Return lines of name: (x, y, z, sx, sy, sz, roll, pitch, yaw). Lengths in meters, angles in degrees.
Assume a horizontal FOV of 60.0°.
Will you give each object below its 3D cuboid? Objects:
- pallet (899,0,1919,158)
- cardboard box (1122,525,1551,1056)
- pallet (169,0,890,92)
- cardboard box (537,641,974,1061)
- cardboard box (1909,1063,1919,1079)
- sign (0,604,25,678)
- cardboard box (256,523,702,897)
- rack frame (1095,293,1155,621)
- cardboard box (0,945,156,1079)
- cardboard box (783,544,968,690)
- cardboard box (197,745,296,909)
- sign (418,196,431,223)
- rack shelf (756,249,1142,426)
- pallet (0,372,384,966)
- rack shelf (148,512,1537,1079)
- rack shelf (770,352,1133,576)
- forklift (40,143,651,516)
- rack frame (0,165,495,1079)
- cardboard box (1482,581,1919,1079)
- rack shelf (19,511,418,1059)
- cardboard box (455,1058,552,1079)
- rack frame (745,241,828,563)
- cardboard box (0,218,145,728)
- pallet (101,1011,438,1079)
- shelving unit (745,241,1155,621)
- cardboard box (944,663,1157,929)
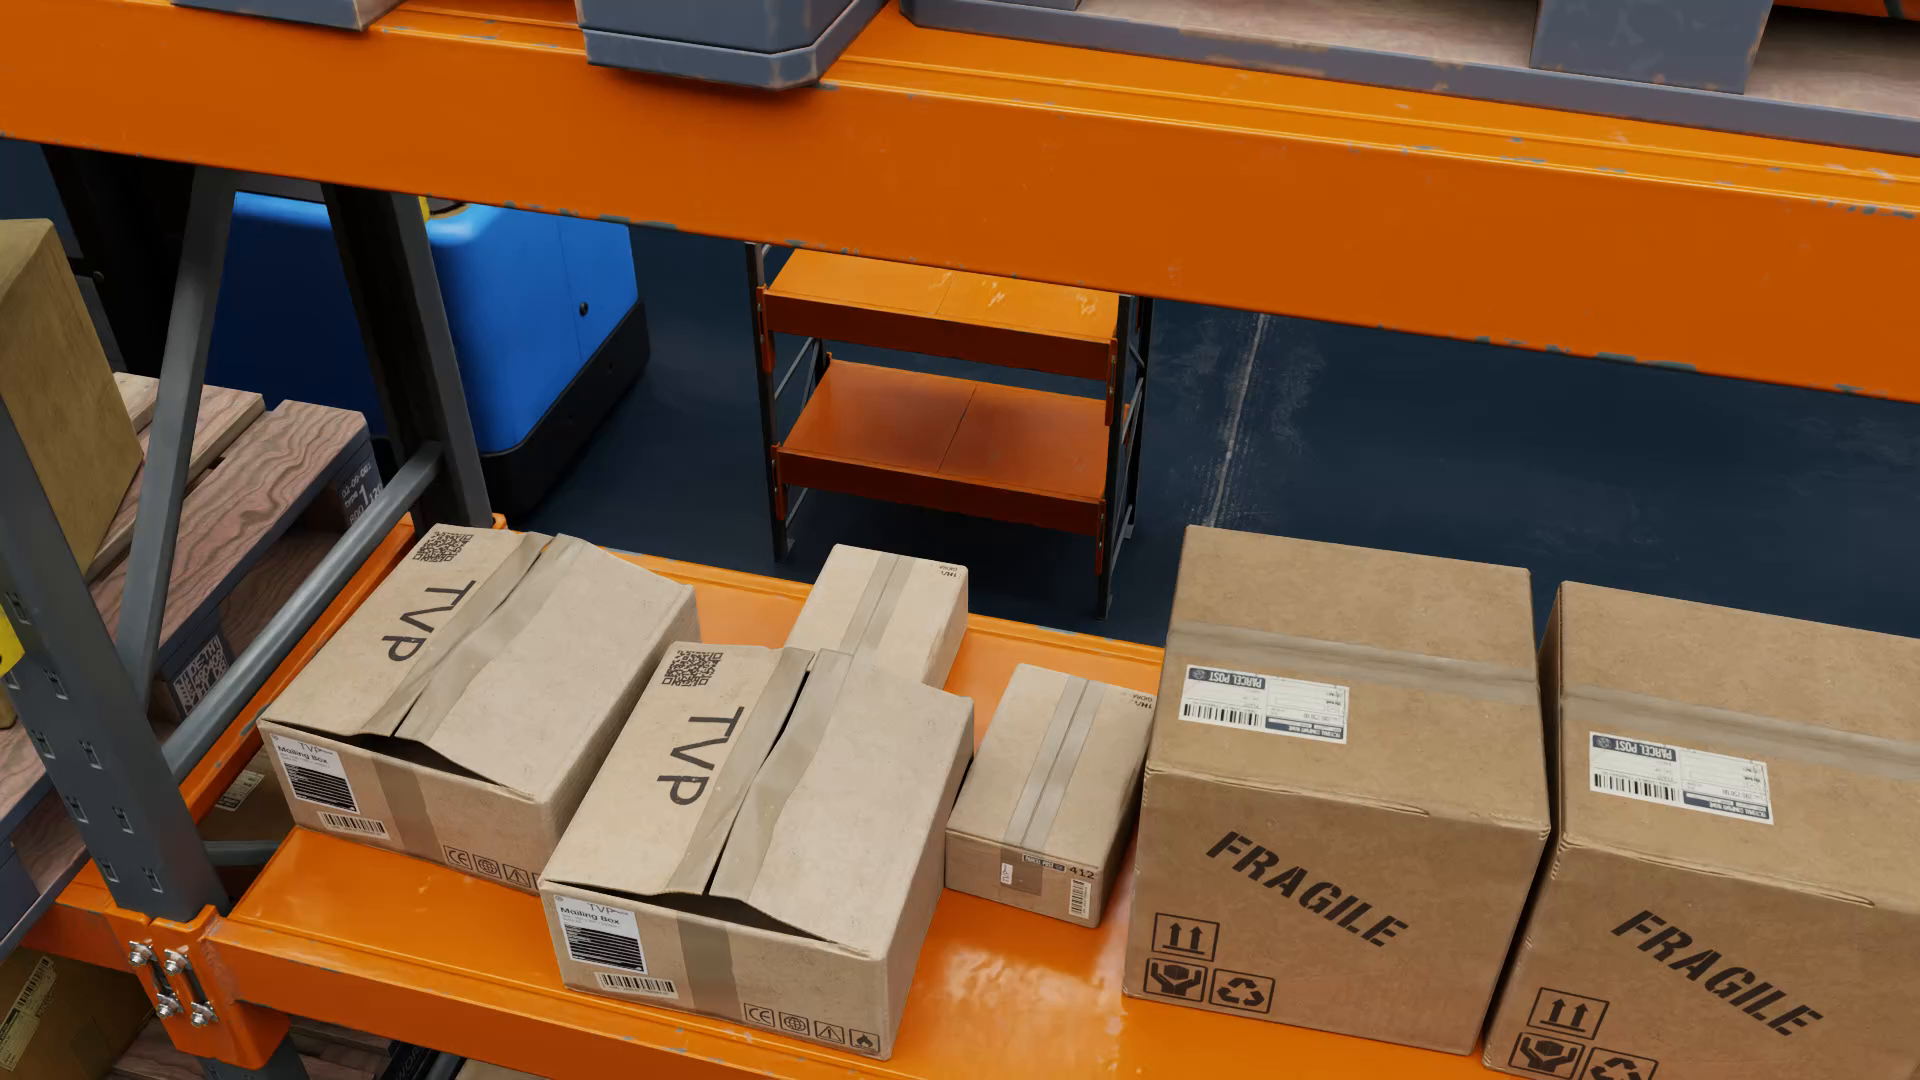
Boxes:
pallet: (0.666, -0.712, 1.580, 1.213, 0.211, 1.003, 12, 41, 13)
cardboard box: (0.531, 0.354, 2.419, 0.500, 0.500, 0.500, 8, 41, 9)
pallet: (-0.416, -0.896, 1.799, 1.003, 0.211, 1.213, 12, 41, 13)
cardboard box: (-0.280, 0.426, 2.479, 0.500, 0.311, 0.500, 9, 41, 11)
cardboard box: (1.523, 0.524, 2.216, 0.500, 0.500, 0.500, 13, 42, 15)
sign: (-1.225, 0.049, 2.021, 0.005, 0.325, 0.100, 10, 41, 11)
cardboard box: (-0.754, 0.245, 2.695, 0.500, 0.311, 0.500, 12, 42, 14)
rack frame: (0.485, -0.347, 4.789, 0.032, 1.125, 0.500, 10, 41, 11)
cardboard box: (-2.058, 0.902, 3.445, 0.500, 0.500, 0.500, 11, 41, 13)
cardboard box: (-0.154, 0.197, 2.878, 0.250, 0.149, 0.380, 10, 41, 11)
cardboard box: (-1.460, 0.659, 3.735, 0.500, 0.500, 0.500, 11, 41, 13)
sign: (-0.954, -0.666, 2.810, 0.005, 0.325, 0.100, 10, 41, 11)
rack shelf: (-0.007, -0.656, 4.701, 1.000, 0.278, 0.538, 10, 41, 11)
pallet: (-1.767, 0.127, 2.915, 1.003, 0.211, 1.213, 10, 41, 11)
rack shelf: (0.838, 0.731, 2.607, 4.000, 0.370, 1.077, 10, 41, 11)
rack shelf: (-0.007, -0.245, 5.047, 1.000, 0.278, 0.538, 10, 41, 11)
forklift: (-2.677, -1.718, 5.016, 3.031, 2.935, 1.130, 11, 41, 12)
rack frame: (-1.094, 0.123, 2.771, 0.127, 3.000, 1.000, 10, 41, 11)
cardboard box: (1.039, 0.441, 2.315, 0.500, 0.500, 0.500, 10, 41, 11)
rack shelf: (-3.026, 0.066, 3.398, 4.000, 0.370, 1.077, 10, 41, 11)
cardboard box: (-0.664, 1.070, 3.019, 0.500, 0.311, 0.500, 11, 41, 13)
rack frame: (-0.498, -0.516, 4.990, 0.032, 1.125, 0.500, 10, 41, 11)
cardboard box: (-1.732, -0.111, 2.645, 0.500, 0.500, 0.700, -3, 40, -3)
pallet: (-1.806, 1.043, 3.844, 1.213, 0.211, 1.003, 10, 41, 11)
shelving unit: (-0.007, -0.432, 4.890, 1.048, 1.125, 0.538, 10, 41, 11)
cardboard box: (0.152, 0.396, 2.641, 0.250, 0.149, 0.380, 13, 42, 15)
